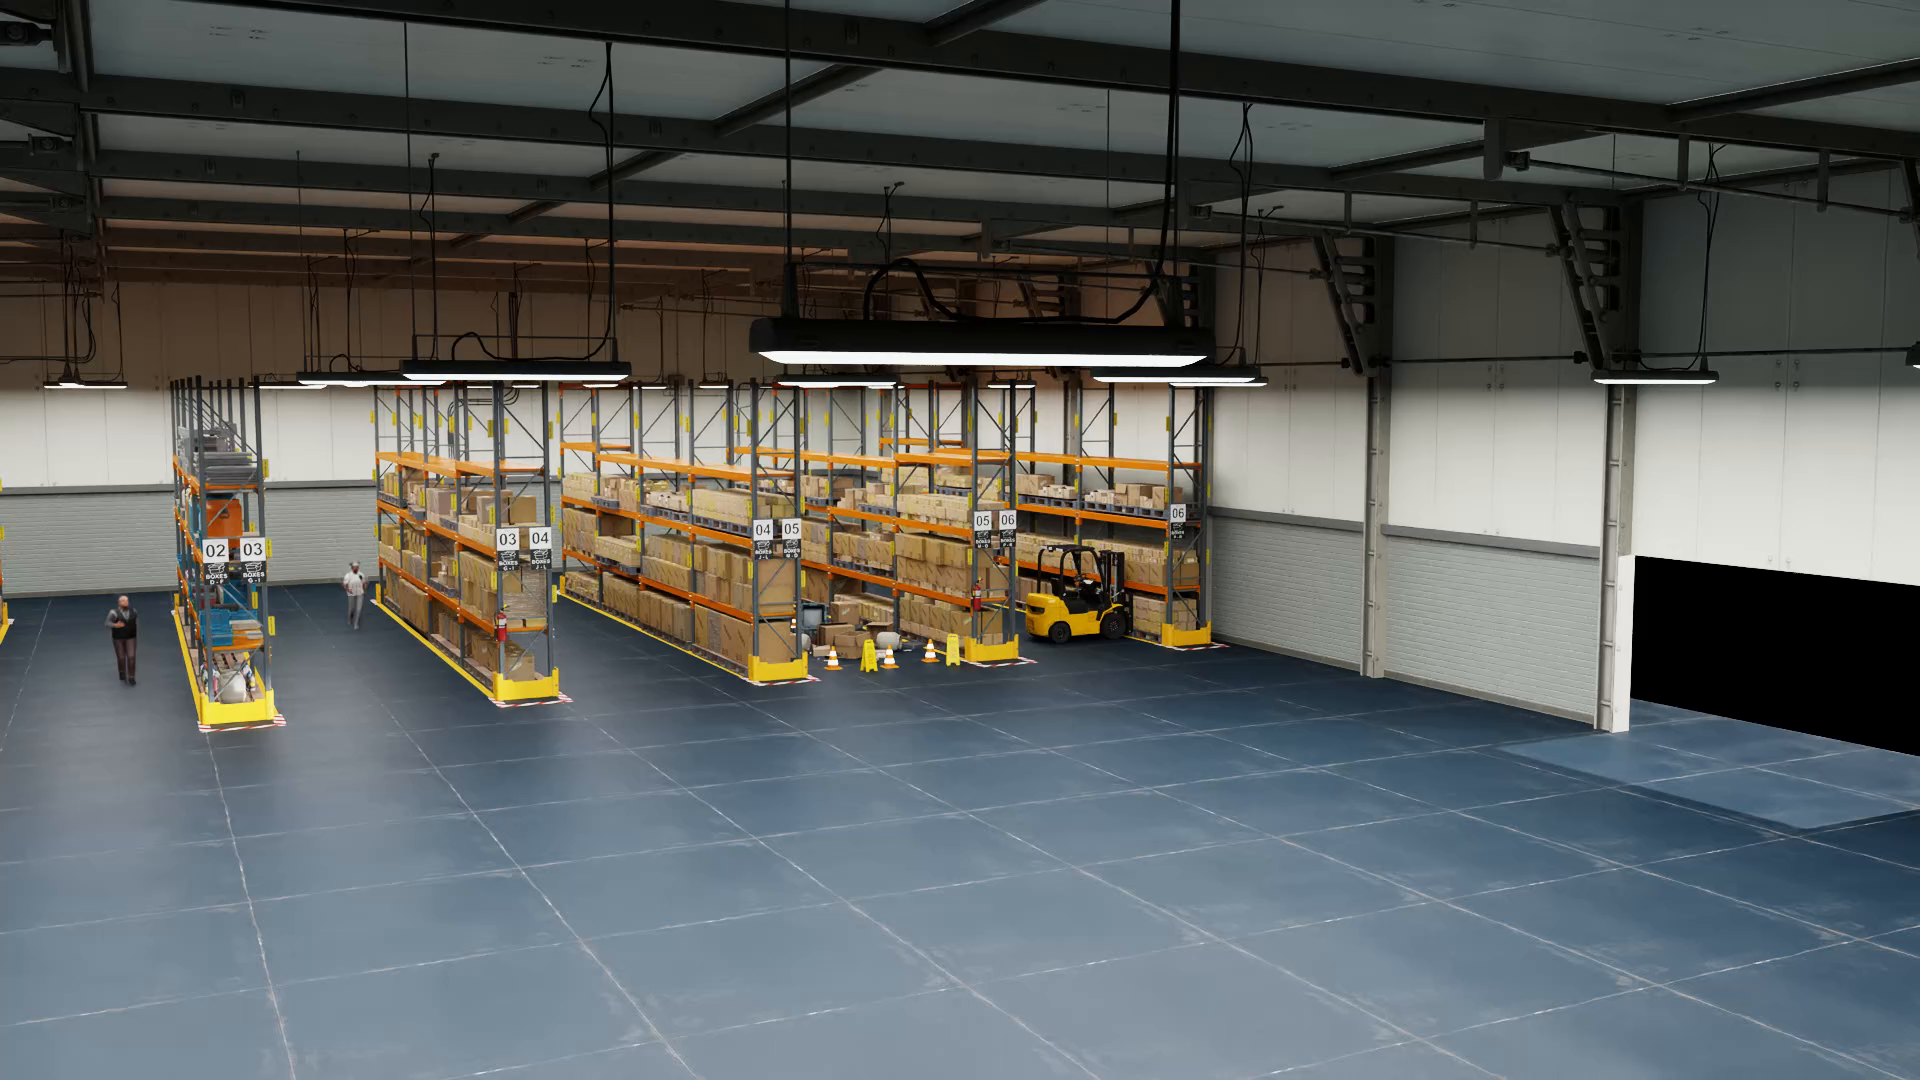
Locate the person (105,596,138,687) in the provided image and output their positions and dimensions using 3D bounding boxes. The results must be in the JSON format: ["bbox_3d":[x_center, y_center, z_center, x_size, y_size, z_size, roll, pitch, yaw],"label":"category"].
[{"bbox_3d":[-16.398,1.968,32.582,0.635,1.762,0.871,-4,6,-36],"label":"person"}]

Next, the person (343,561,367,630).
[{"bbox_3d":[-14.608,1.323,40.201,0.562,1.655,0.589,-3,6,-30],"label":"person"}]
